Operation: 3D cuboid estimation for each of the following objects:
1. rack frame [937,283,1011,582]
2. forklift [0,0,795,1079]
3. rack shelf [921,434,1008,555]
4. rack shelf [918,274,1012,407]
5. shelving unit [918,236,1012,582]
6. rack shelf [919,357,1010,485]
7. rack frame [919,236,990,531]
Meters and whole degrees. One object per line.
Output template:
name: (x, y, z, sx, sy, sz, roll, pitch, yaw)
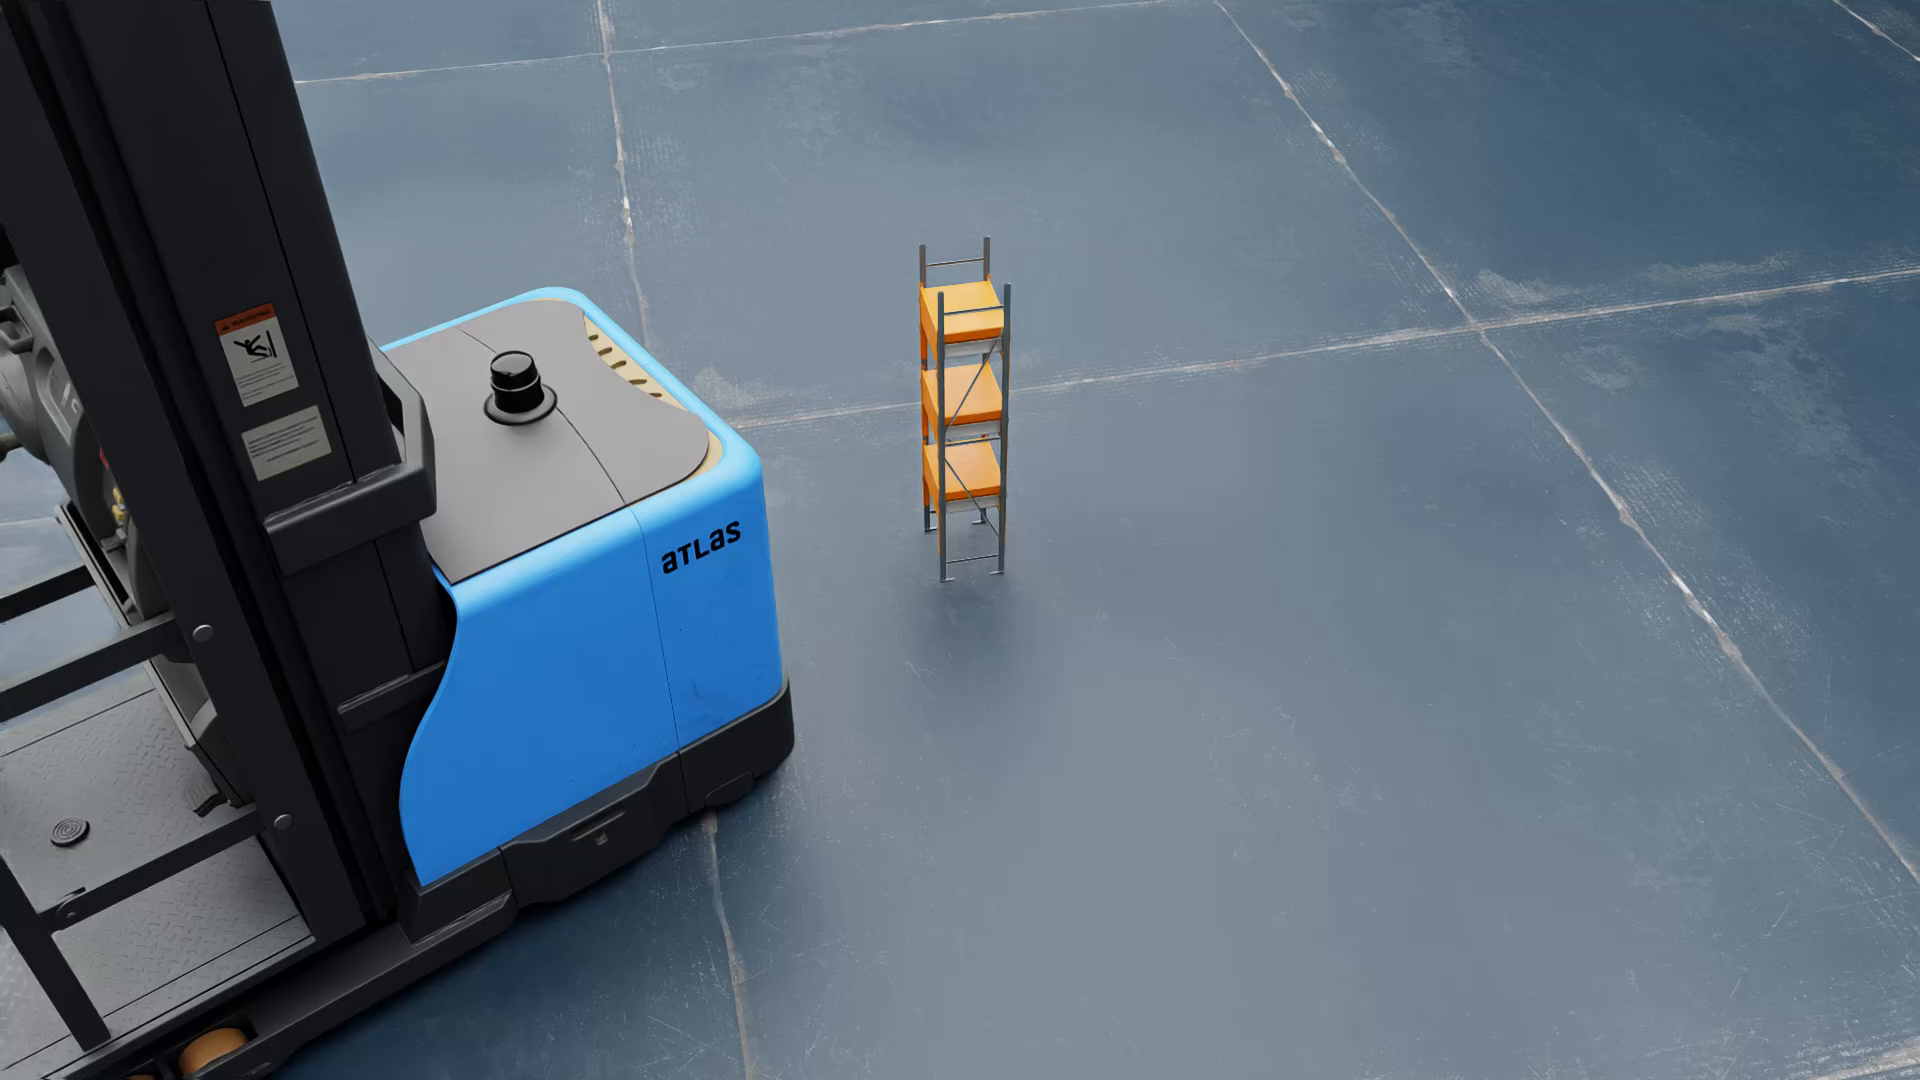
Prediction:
rack frame: (0.038, -0.279, 4.773, 0.200, 1.050, 0.008, -8, 42, -9)
forklift: (-1.924, -0.137, 3.197, 3.031, 2.935, 1.130, -27, 48, -27)
rack shelf: (0.012, -0.142, 5.054, 0.215, 0.259, 0.240, -8, 42, -9)
rack shelf: (0.012, -0.562, 4.681, 0.215, 0.259, 0.240, -8, 42, -9)
shelving unit: (0.012, -0.358, 4.862, 0.215, 1.050, 0.252, -8, 42, -9)
rack shelf: (0.012, -0.350, 4.869, 0.215, 0.259, 0.240, -8, 42, -9)
rack frame: (-0.015, -0.437, 4.951, 0.200, 1.050, 0.008, -8, 42, -9)
